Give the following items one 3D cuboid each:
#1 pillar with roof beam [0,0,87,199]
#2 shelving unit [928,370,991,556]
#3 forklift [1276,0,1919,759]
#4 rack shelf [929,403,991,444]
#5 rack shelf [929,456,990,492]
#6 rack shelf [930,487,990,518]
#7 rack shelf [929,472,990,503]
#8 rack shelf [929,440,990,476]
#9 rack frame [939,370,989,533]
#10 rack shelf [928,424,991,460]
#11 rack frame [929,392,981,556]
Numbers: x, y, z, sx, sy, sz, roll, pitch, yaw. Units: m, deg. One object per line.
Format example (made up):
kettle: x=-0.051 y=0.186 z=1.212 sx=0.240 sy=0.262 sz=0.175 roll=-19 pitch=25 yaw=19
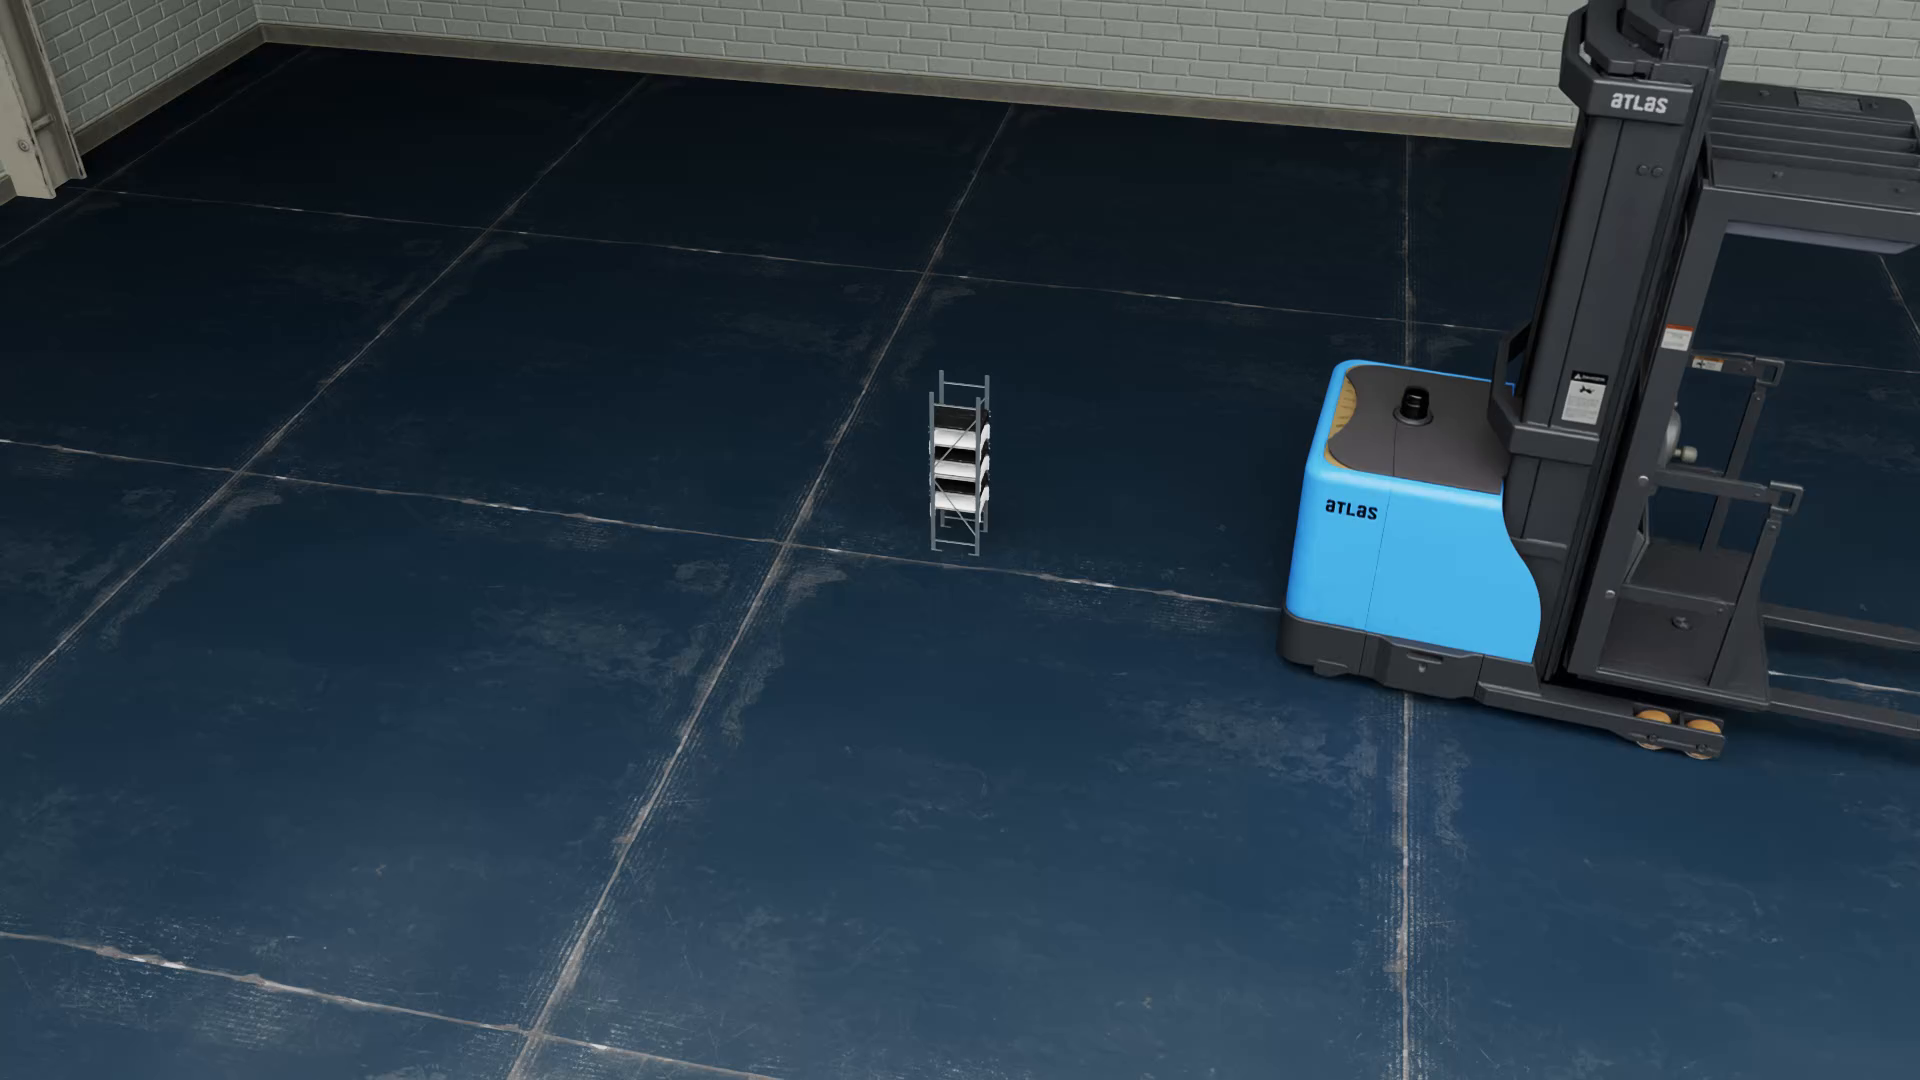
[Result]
pillar with roof beam: x=-2.187 y=-5.596 z=8.304 sx=9.100 sy=9.000 sz=0.400 roll=7 pitch=37 yaw=10
shelving unit: x=-0.002 y=-0.360 z=7.980 sx=0.258 sy=0.900 sz=0.210 roll=7 pitch=37 yaw=10
forklift: x=2.995 y=-0.619 z=6.606 sx=3.031 sy=2.935 sz=1.130 roll=11 pitch=37 yaw=15
rack shelf: x=-0.002 y=-0.551 z=7.841 sx=0.258 sy=0.077 sz=0.200 roll=7 pitch=37 yaw=10
rack shelf: x=-0.002 y=-0.333 z=7.999 sx=0.258 sy=0.077 sz=0.200 roll=7 pitch=37 yaw=10
rack shelf: x=-0.002 y=-0.187 z=8.105 sx=0.258 sy=0.077 sz=0.200 roll=7 pitch=37 yaw=10
rack shelf: x=-0.002 y=-0.260 z=8.052 sx=0.258 sy=0.077 sz=0.200 roll=7 pitch=37 yaw=10
rack shelf: x=-0.002 y=-0.406 z=7.946 sx=0.258 sy=0.077 sz=0.200 roll=7 pitch=37 yaw=10
rack frame: x=0.020 y=-0.418 z=8.060 sx=0.240 sy=0.900 sz=0.006 roll=7 pitch=37 yaw=10
rack shelf: x=-0.002 y=-0.478 z=7.893 sx=0.258 sy=0.077 sz=0.200 roll=7 pitch=37 yaw=10
rack frame: x=-0.023 y=-0.301 z=7.899 sx=0.240 sy=0.900 sz=0.006 roll=7 pitch=37 yaw=10
